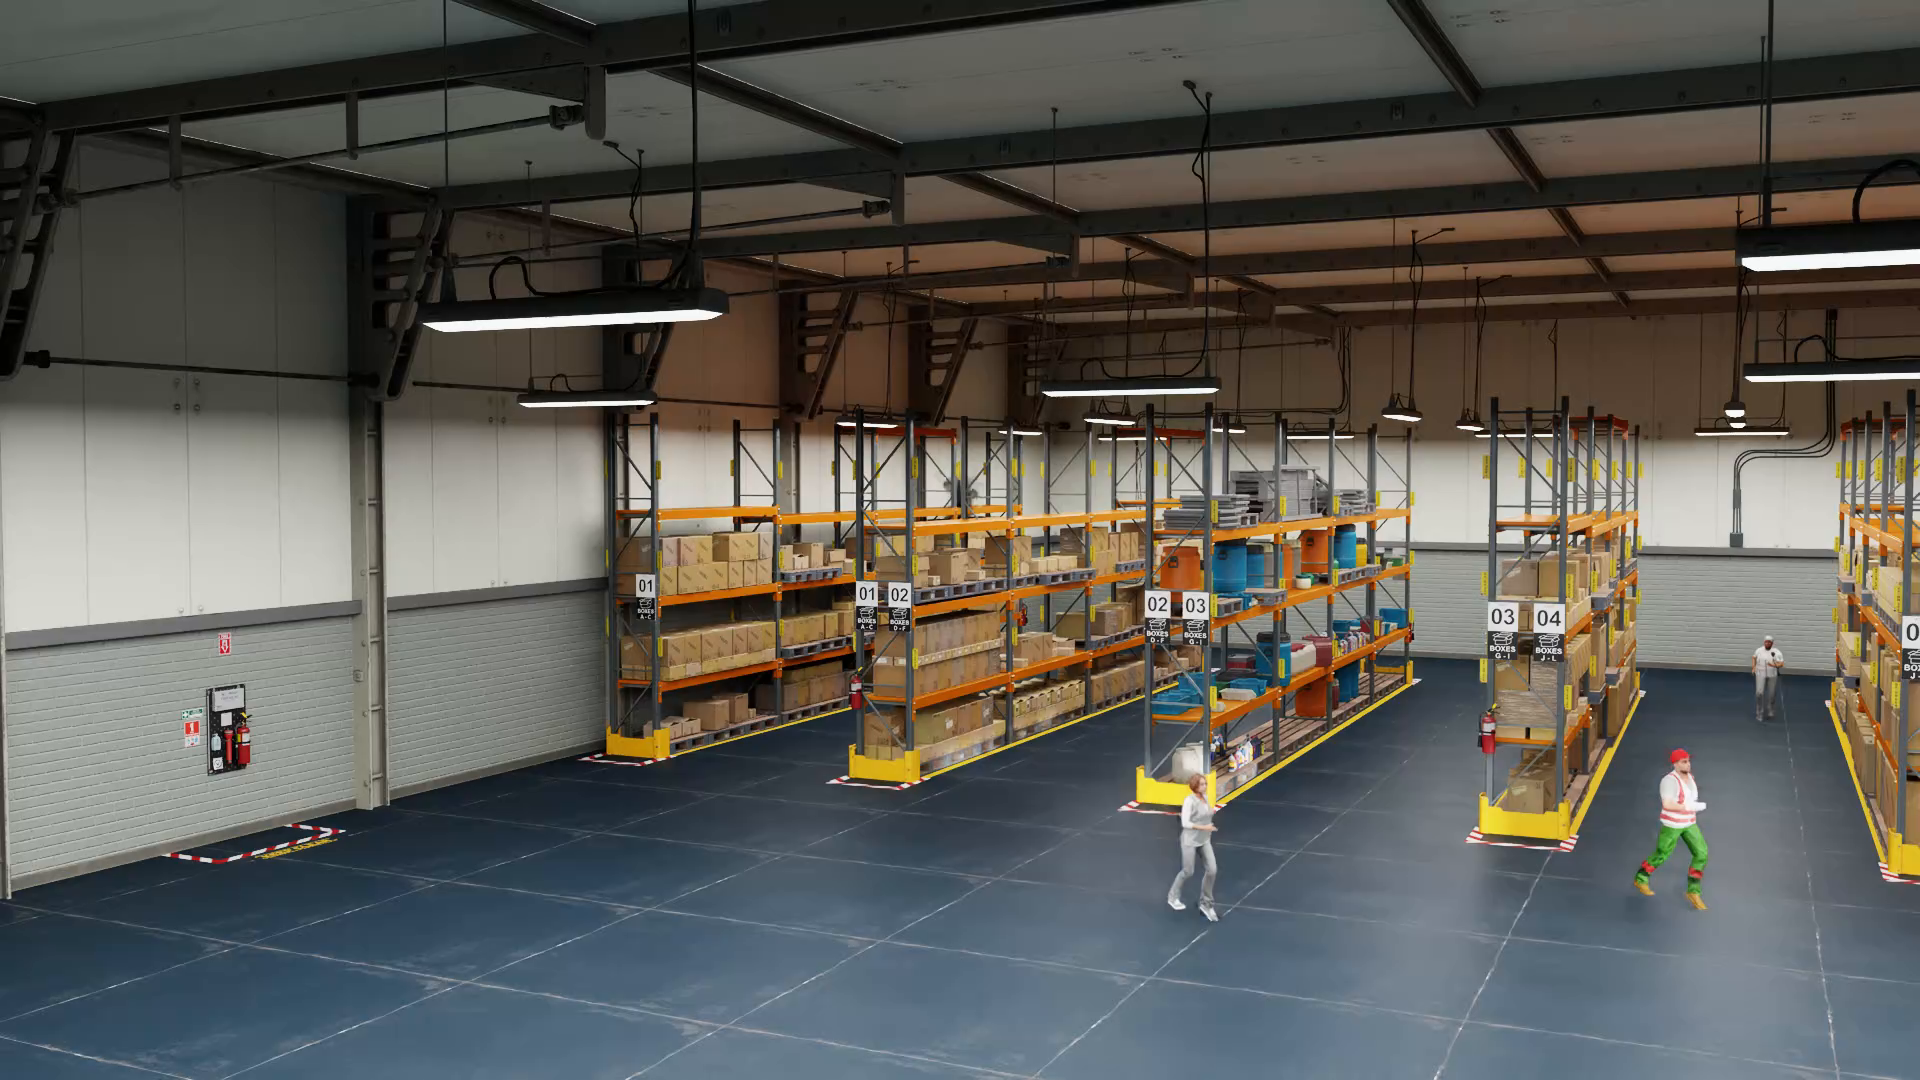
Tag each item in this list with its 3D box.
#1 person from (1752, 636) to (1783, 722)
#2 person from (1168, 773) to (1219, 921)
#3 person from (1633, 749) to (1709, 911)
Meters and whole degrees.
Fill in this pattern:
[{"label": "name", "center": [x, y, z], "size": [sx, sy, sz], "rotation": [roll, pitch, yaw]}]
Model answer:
[{"label": "person", "center": [16.172, 2.775, 33.317], "size": [0.582, 1.729, 0.757], "rotation": [1, 3, 28]}, {"label": "person", "center": [2.637, 3.429, 18.589], "size": [0.559, 1.662, 0.707], "rotation": [-2, 3, -41]}, {"label": "person", "center": [8.244, 3.302, 19.146], "size": [0.675, 1.827, 0.925], "rotation": [-1, 3, -27]}]
